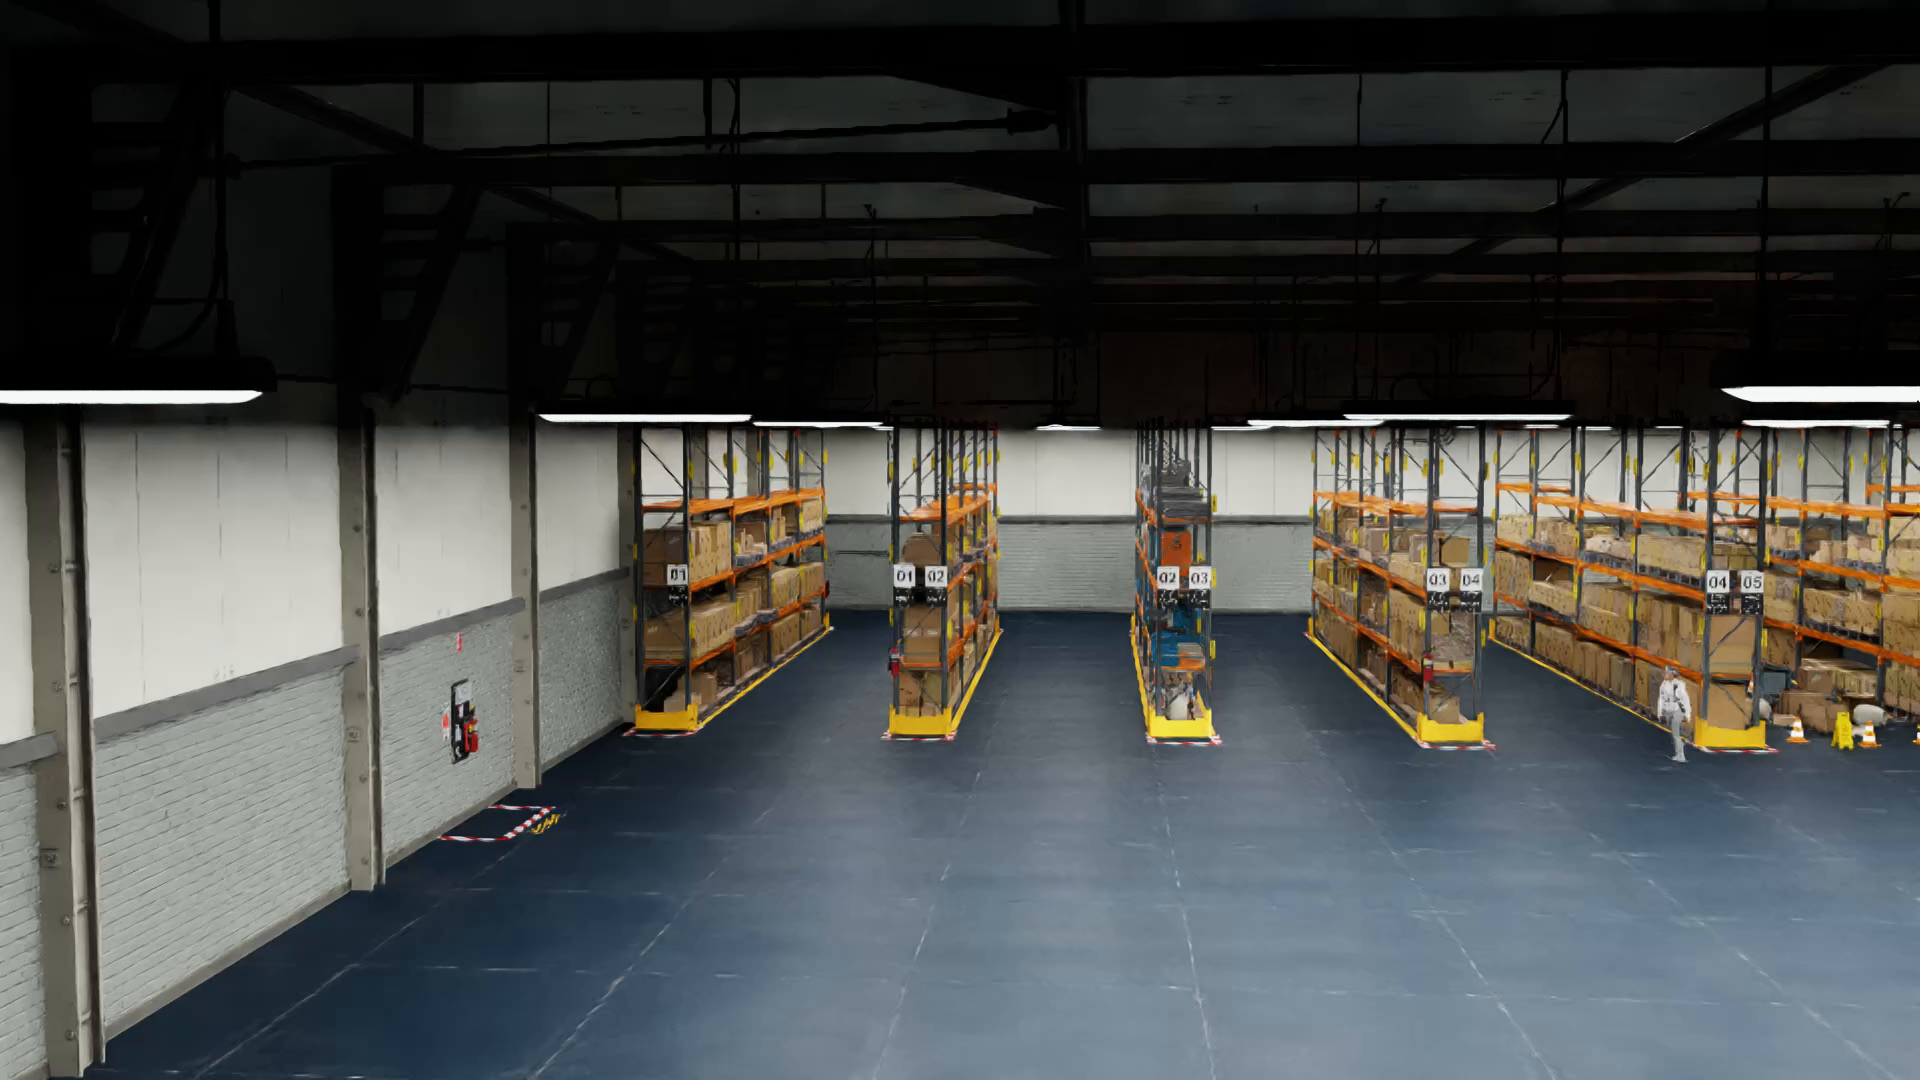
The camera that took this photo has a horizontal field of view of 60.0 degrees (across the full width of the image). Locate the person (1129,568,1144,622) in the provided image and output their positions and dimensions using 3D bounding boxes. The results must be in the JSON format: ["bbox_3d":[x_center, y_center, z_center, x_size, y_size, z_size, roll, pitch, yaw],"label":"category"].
[{"bbox_3d":[5.394,1.652,49.720,0.657,1.671,0.460,-3,5,-42],"label":"person"}]

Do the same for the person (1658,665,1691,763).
[{"bbox_3d":[12.413,2.992,28.858,0.466,1.668,0.593,-2,4,-30],"label":"person"}]
